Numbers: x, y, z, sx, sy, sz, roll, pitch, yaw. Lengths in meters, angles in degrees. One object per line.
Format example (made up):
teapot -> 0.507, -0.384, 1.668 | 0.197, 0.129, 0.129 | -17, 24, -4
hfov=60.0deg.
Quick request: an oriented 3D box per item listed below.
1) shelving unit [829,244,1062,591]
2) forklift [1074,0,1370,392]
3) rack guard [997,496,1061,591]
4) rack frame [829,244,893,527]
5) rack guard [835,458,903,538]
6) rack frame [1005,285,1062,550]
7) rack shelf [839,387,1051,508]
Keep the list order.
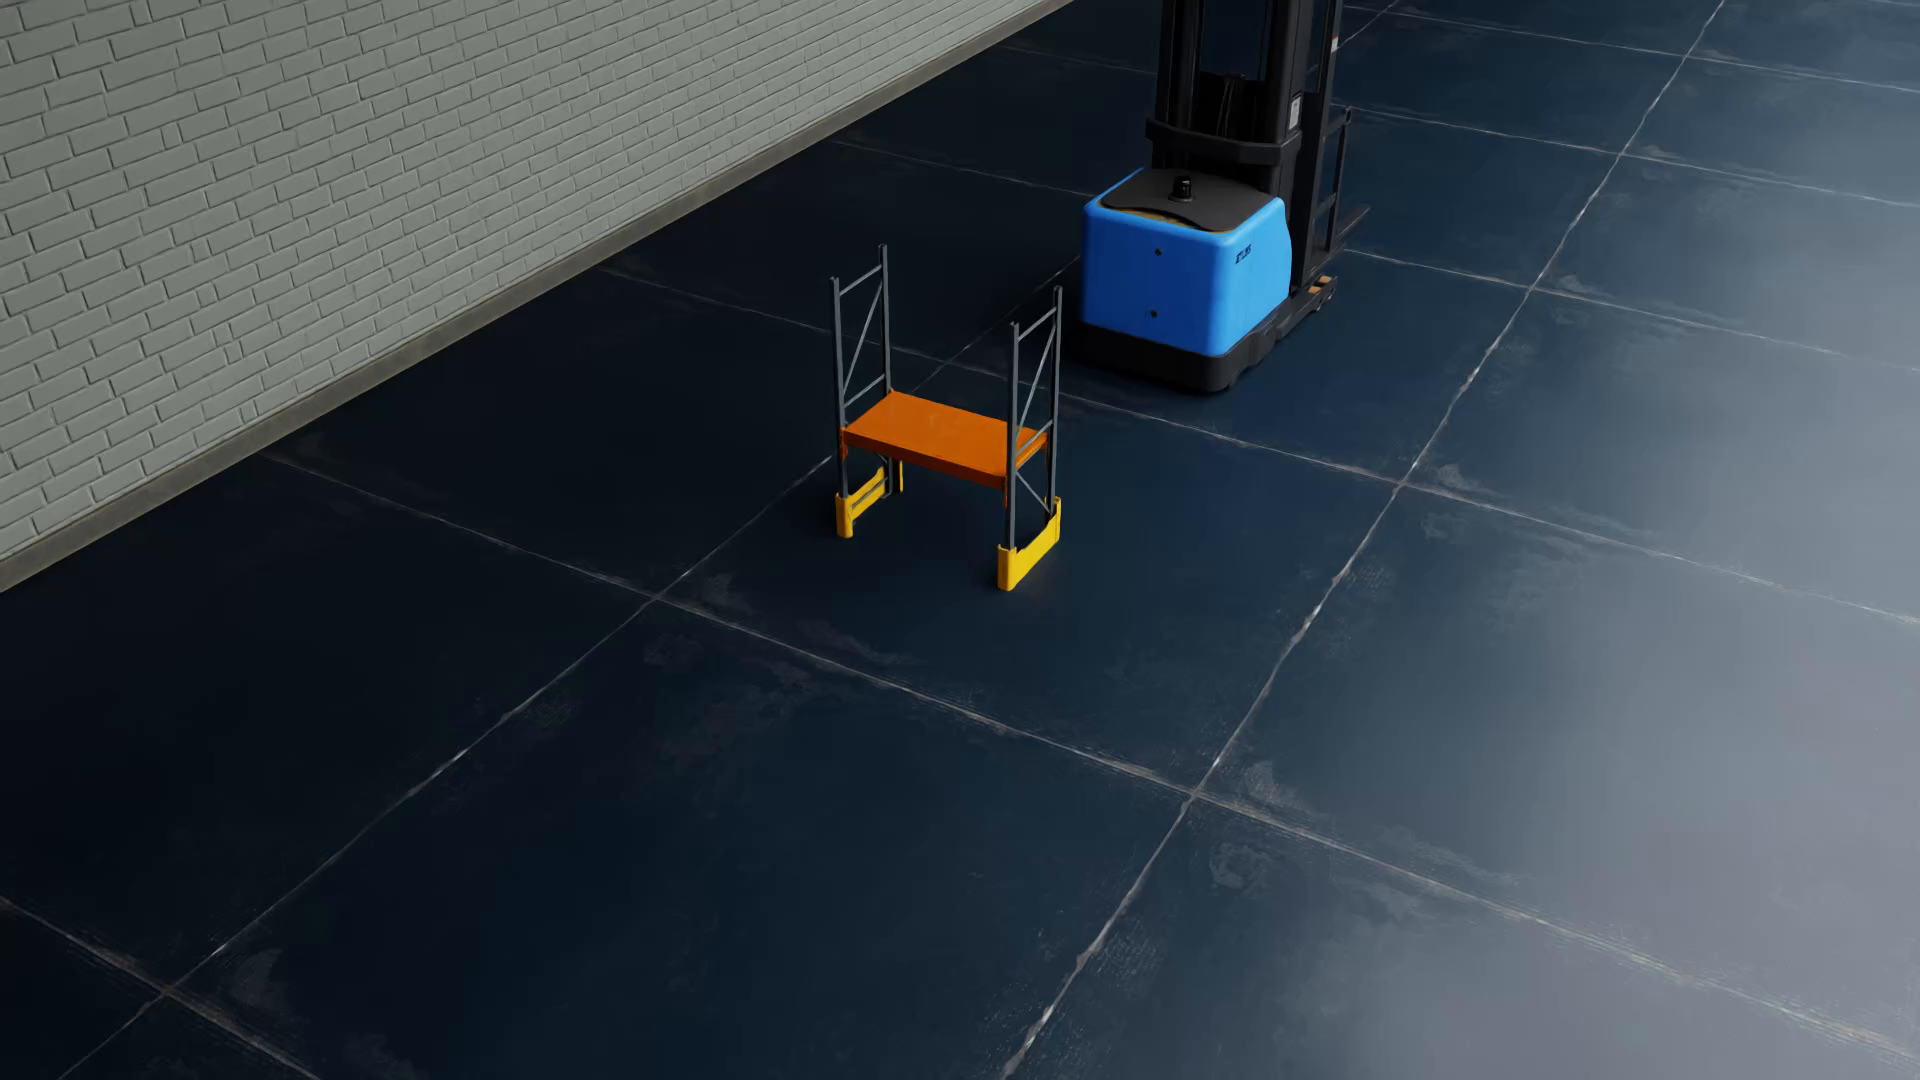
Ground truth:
shelving unit -> -0.066, -0.645, 8.637 | 1.083, 1.500, 0.587 | 18, 37, 24
forklift -> 1.954, -2.916, 10.755 | 1.130, 2.935, 3.031 | 19, 38, 27
rack guard -> 0.366, 0.012, 8.778 | 0.087, 0.250, 0.587 | 18, 37, 24
rack frame -> -0.515, -0.788, 8.850 | 0.032, 1.500, 0.500 | 18, 37, 24
rack guard -> -0.499, -0.262, 9.189 | 0.087, 0.250, 0.587 | 18, 37, 24
rack frame -> 0.367, -0.508, 8.431 | 0.032, 1.500, 0.500 | 18, 37, 24
rack shelf -> -0.074, -0.498, 8.740 | 1.000, 0.185, 0.538 | 18, 37, 24
